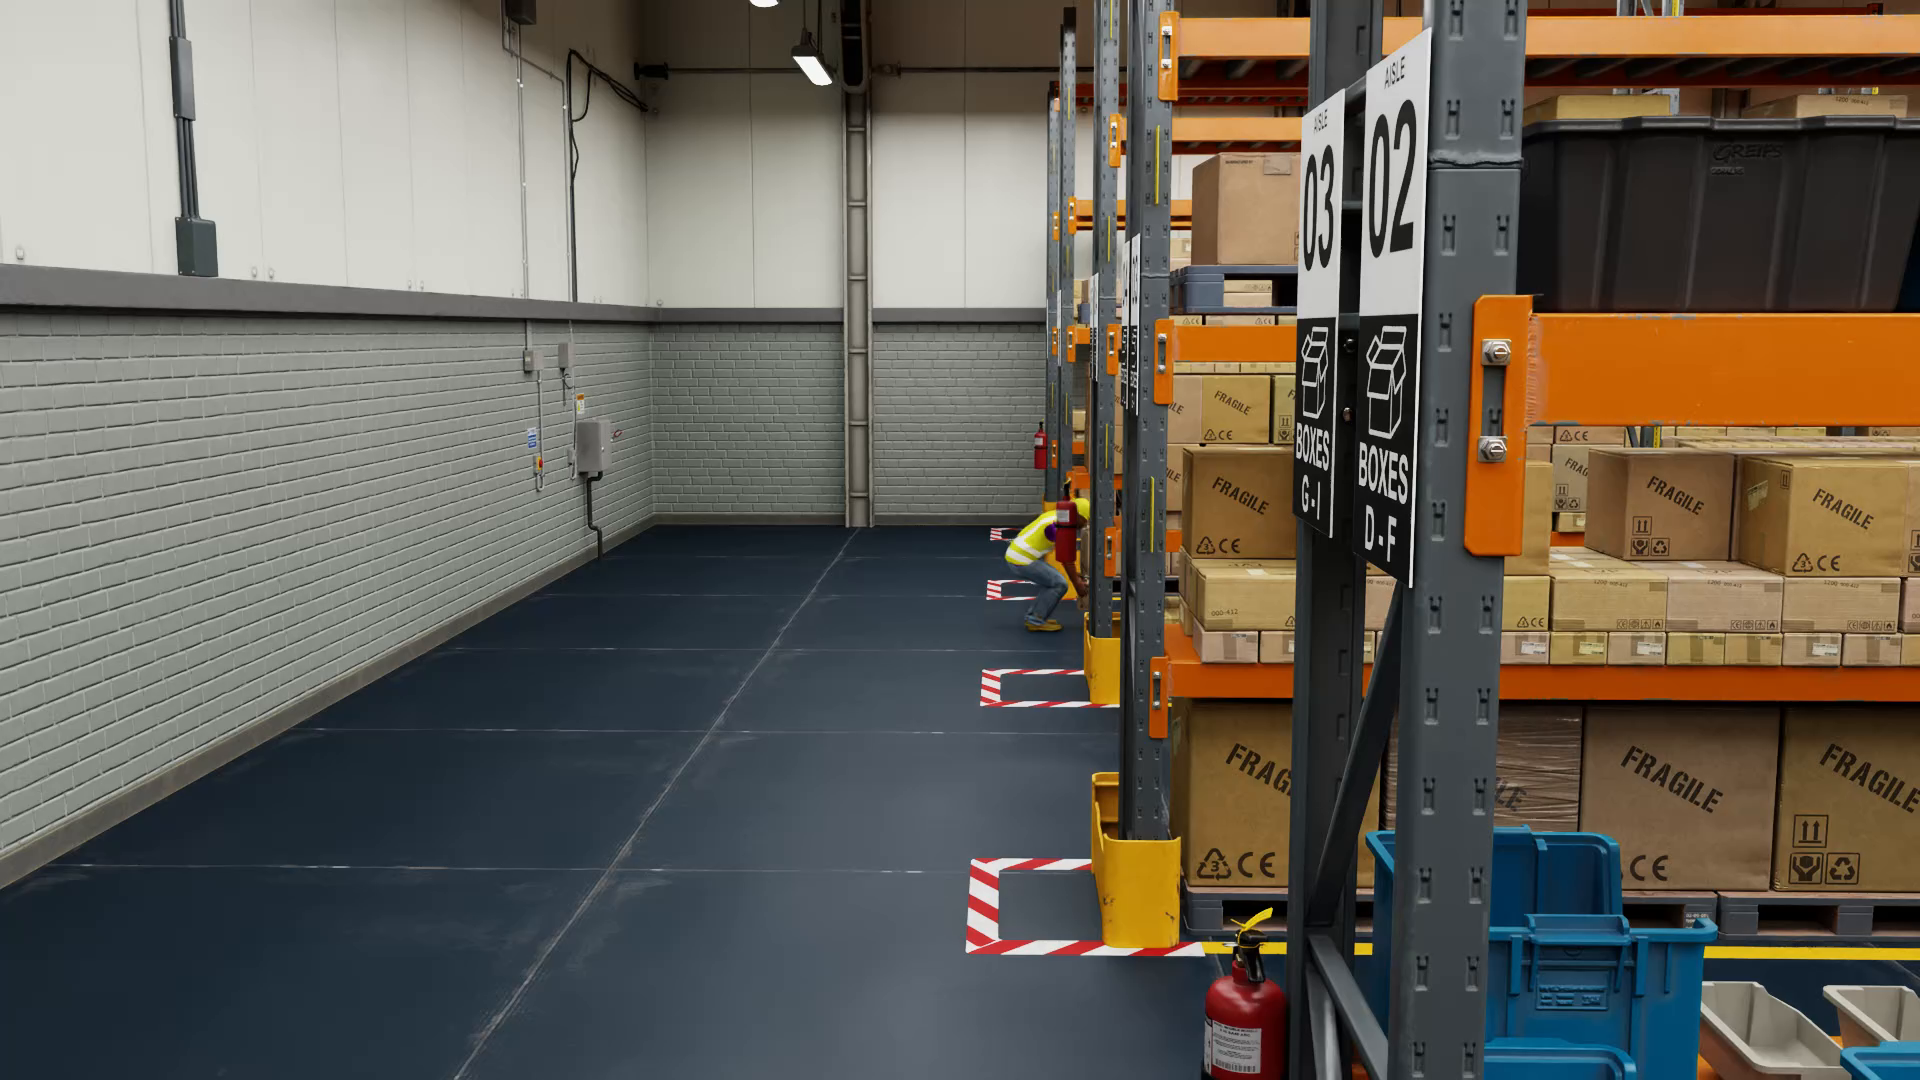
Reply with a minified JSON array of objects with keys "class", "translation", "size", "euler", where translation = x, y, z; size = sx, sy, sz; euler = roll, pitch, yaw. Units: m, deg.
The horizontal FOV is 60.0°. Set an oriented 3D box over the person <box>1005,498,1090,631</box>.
[{"class":"person","translation":[0.836,0.217,15.591],"size":[0.831,1.233,0.623],"euler":[0,7,1]}]
